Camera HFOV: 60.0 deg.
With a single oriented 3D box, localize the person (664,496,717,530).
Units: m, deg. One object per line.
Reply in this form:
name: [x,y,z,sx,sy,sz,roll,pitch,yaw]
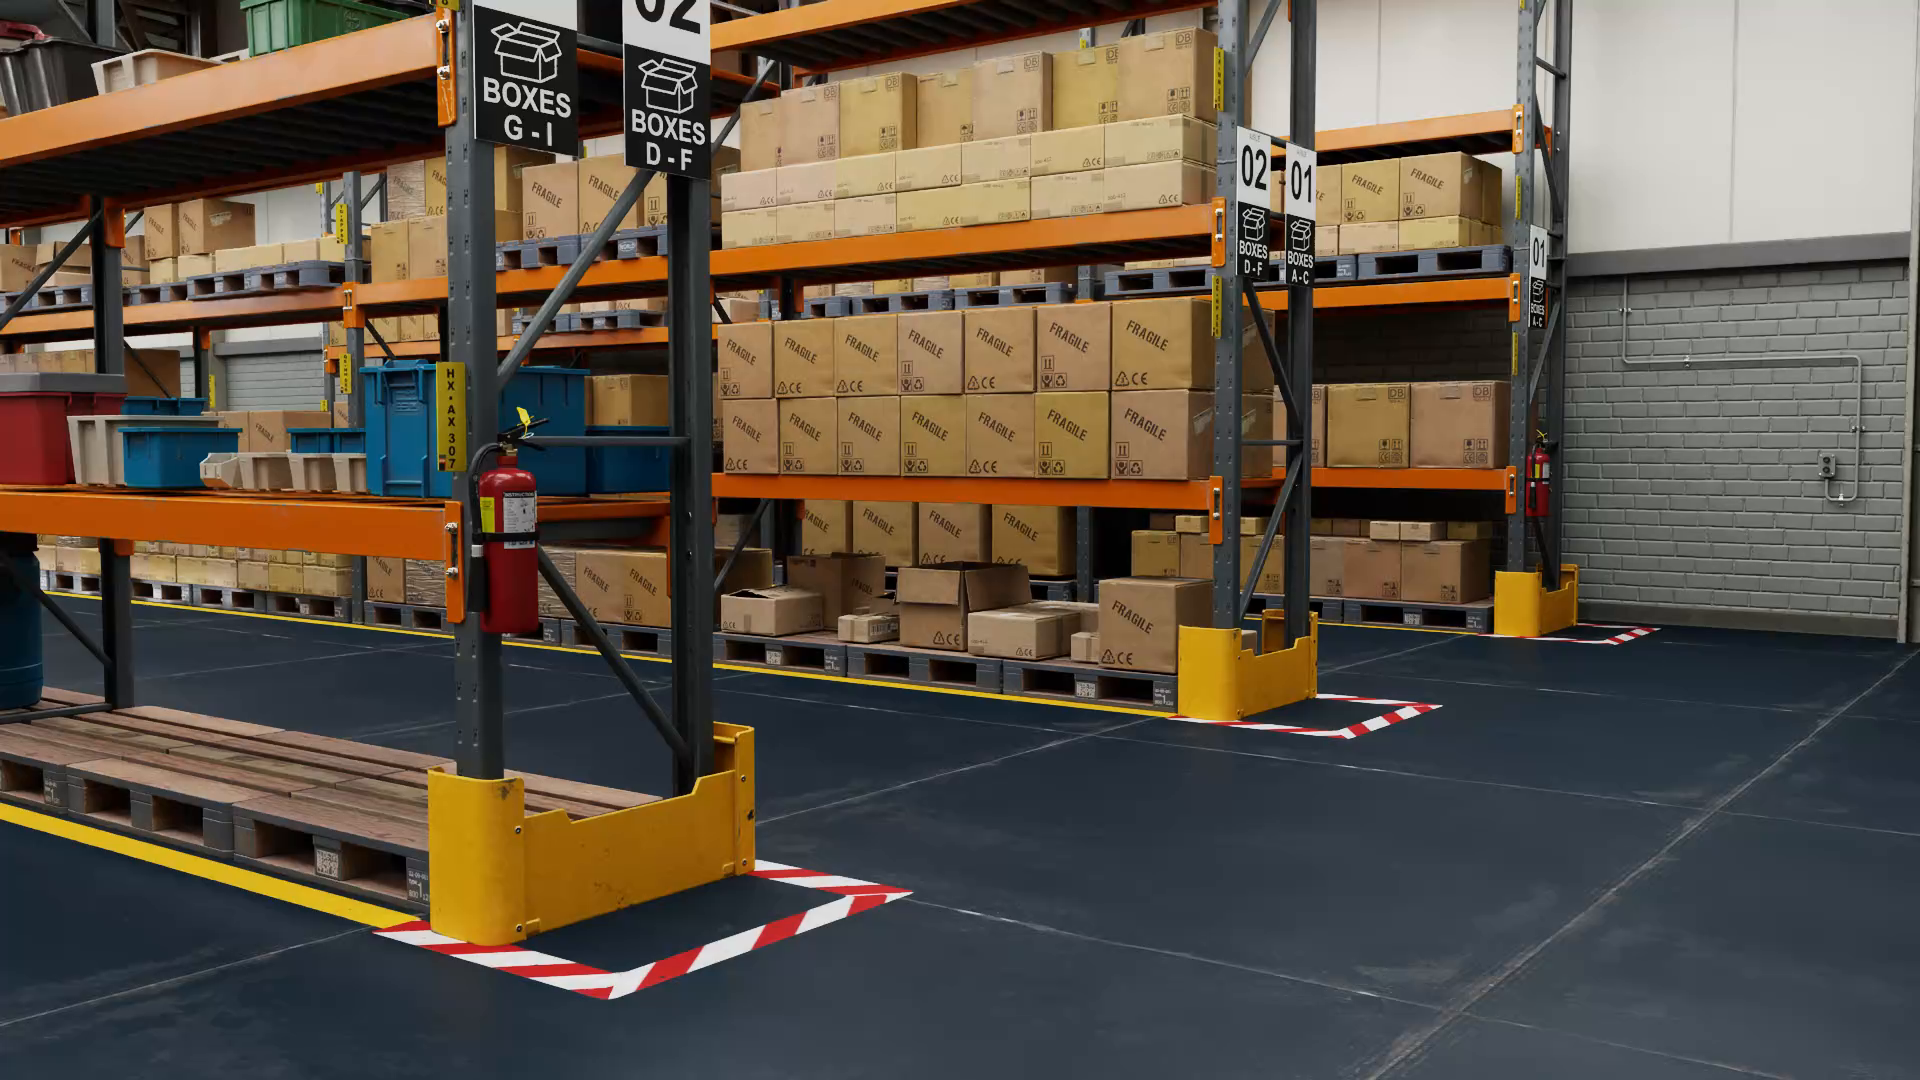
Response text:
person: [-2.623,-0.271,16.207,0.490,1.624,0.893,-2,4,-31]
